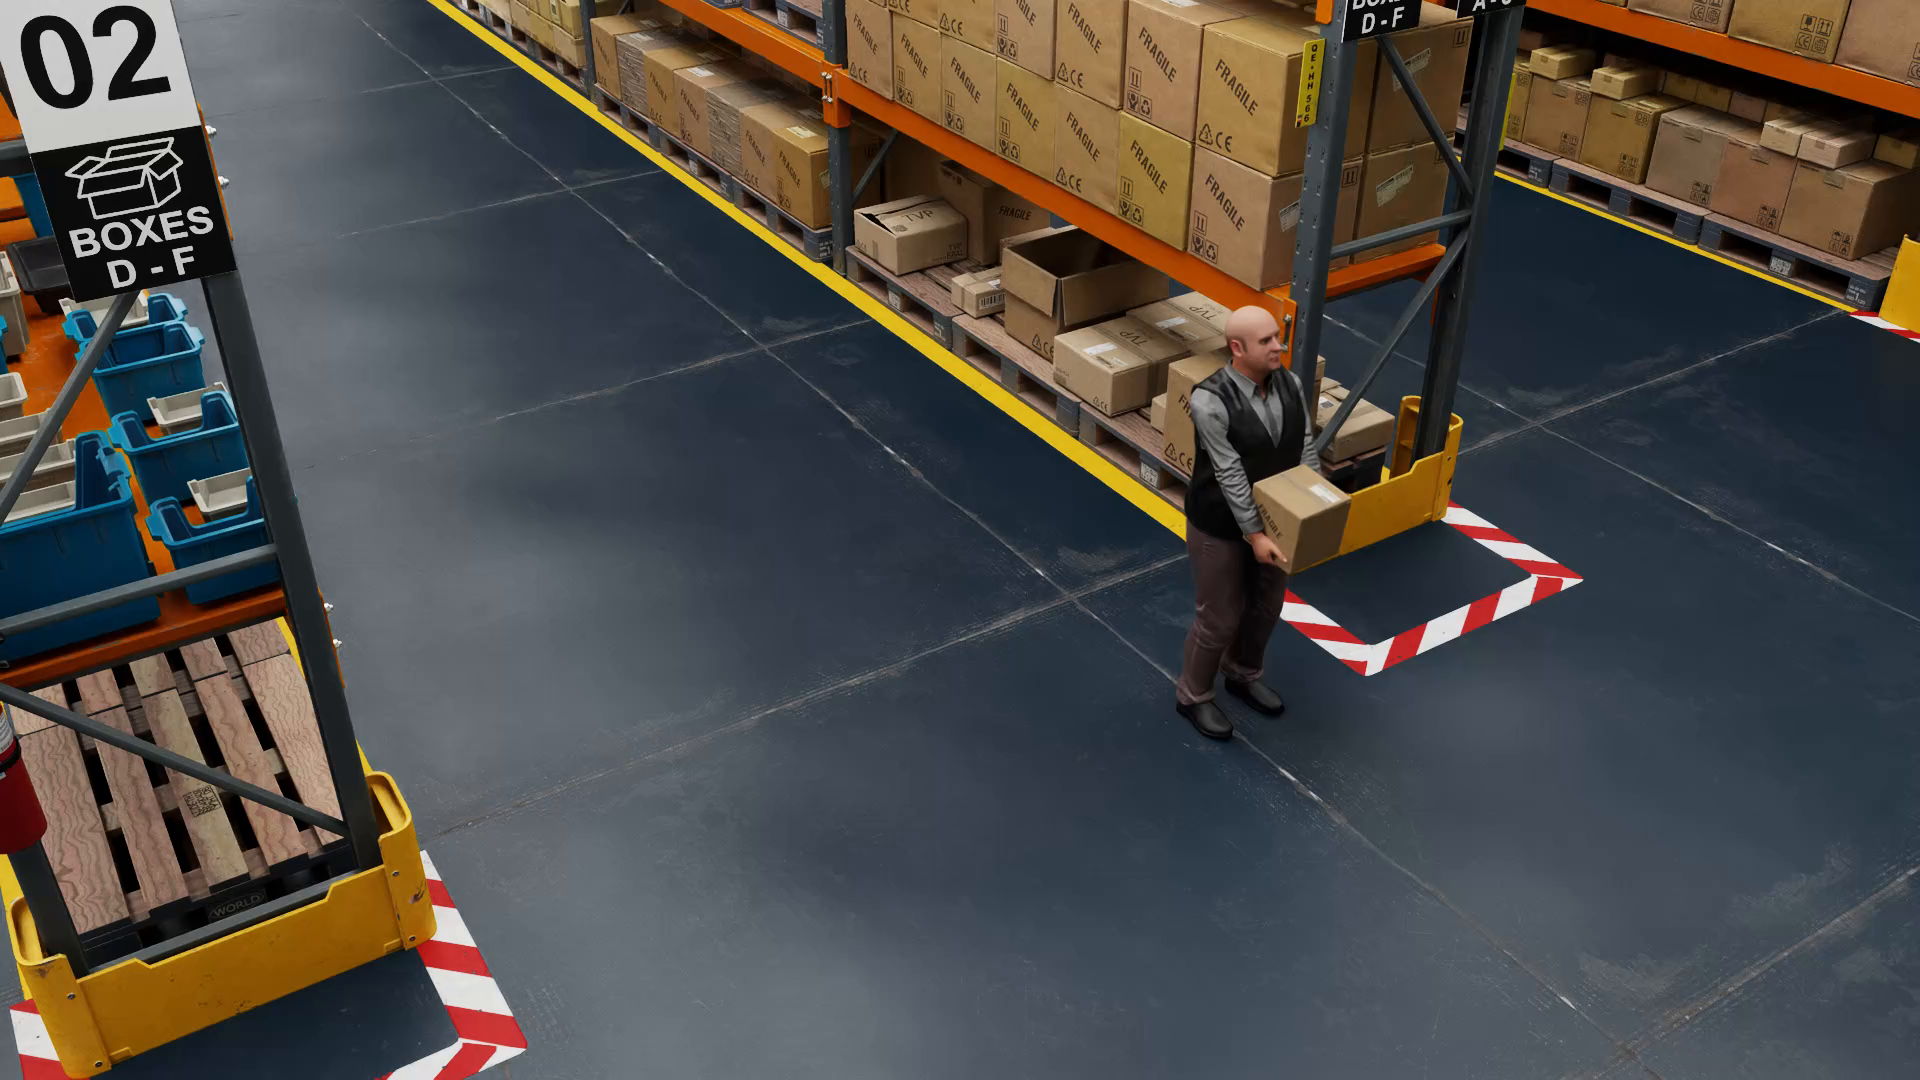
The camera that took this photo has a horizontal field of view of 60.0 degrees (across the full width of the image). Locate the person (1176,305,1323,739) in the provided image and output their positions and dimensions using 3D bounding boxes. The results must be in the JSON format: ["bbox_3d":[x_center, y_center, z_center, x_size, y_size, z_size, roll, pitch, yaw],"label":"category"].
[{"bbox_3d":[1.122,-0.024,6.207,0.494,1.711,0.560,-20,38,-29],"label":"person"}]
